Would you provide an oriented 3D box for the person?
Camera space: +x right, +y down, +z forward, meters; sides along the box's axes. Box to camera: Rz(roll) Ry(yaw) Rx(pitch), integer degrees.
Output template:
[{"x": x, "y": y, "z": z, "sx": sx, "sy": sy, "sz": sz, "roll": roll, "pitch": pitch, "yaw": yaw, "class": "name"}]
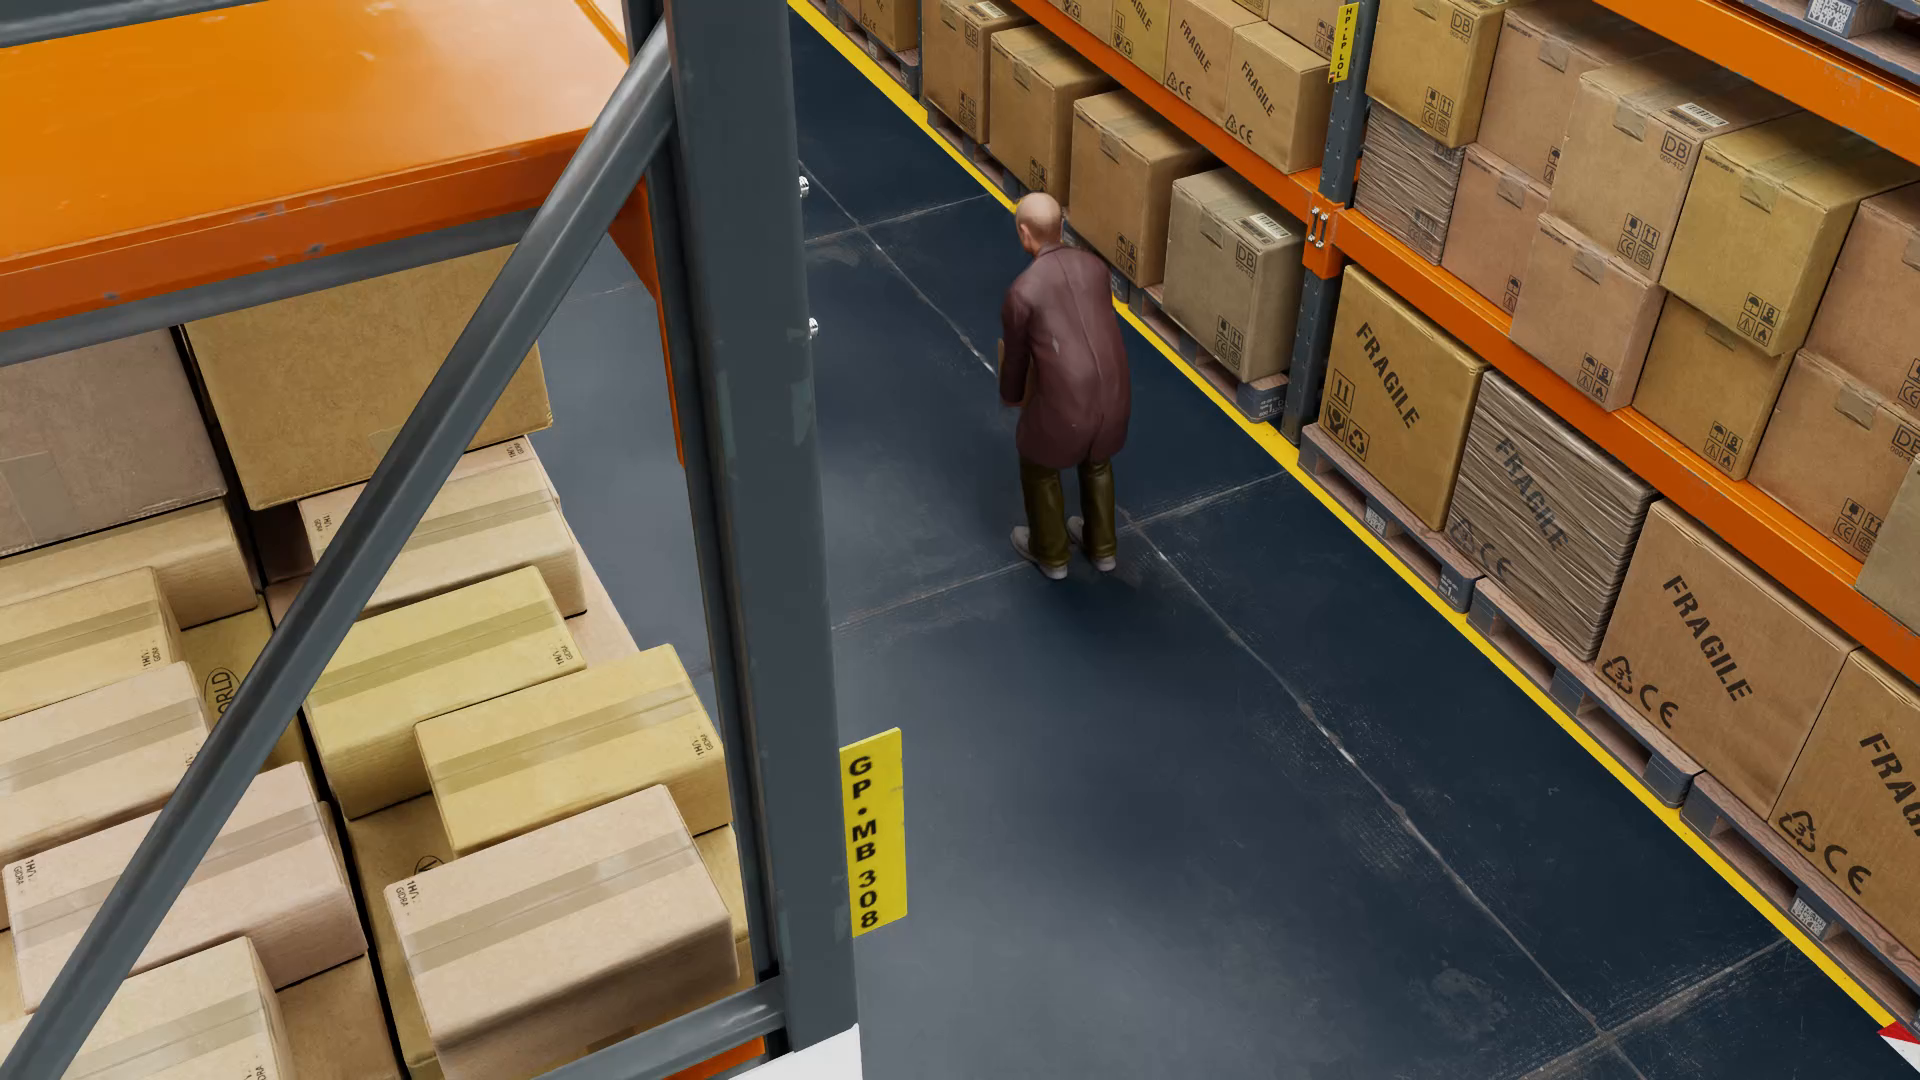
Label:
[{"x": 0.434, "y": -0.610, "z": 6.960, "sx": 0.533, "sy": 1.678, "sz": 0.629, "roll": -20, "pitch": 44, "yaw": -21, "class": "person"}]
